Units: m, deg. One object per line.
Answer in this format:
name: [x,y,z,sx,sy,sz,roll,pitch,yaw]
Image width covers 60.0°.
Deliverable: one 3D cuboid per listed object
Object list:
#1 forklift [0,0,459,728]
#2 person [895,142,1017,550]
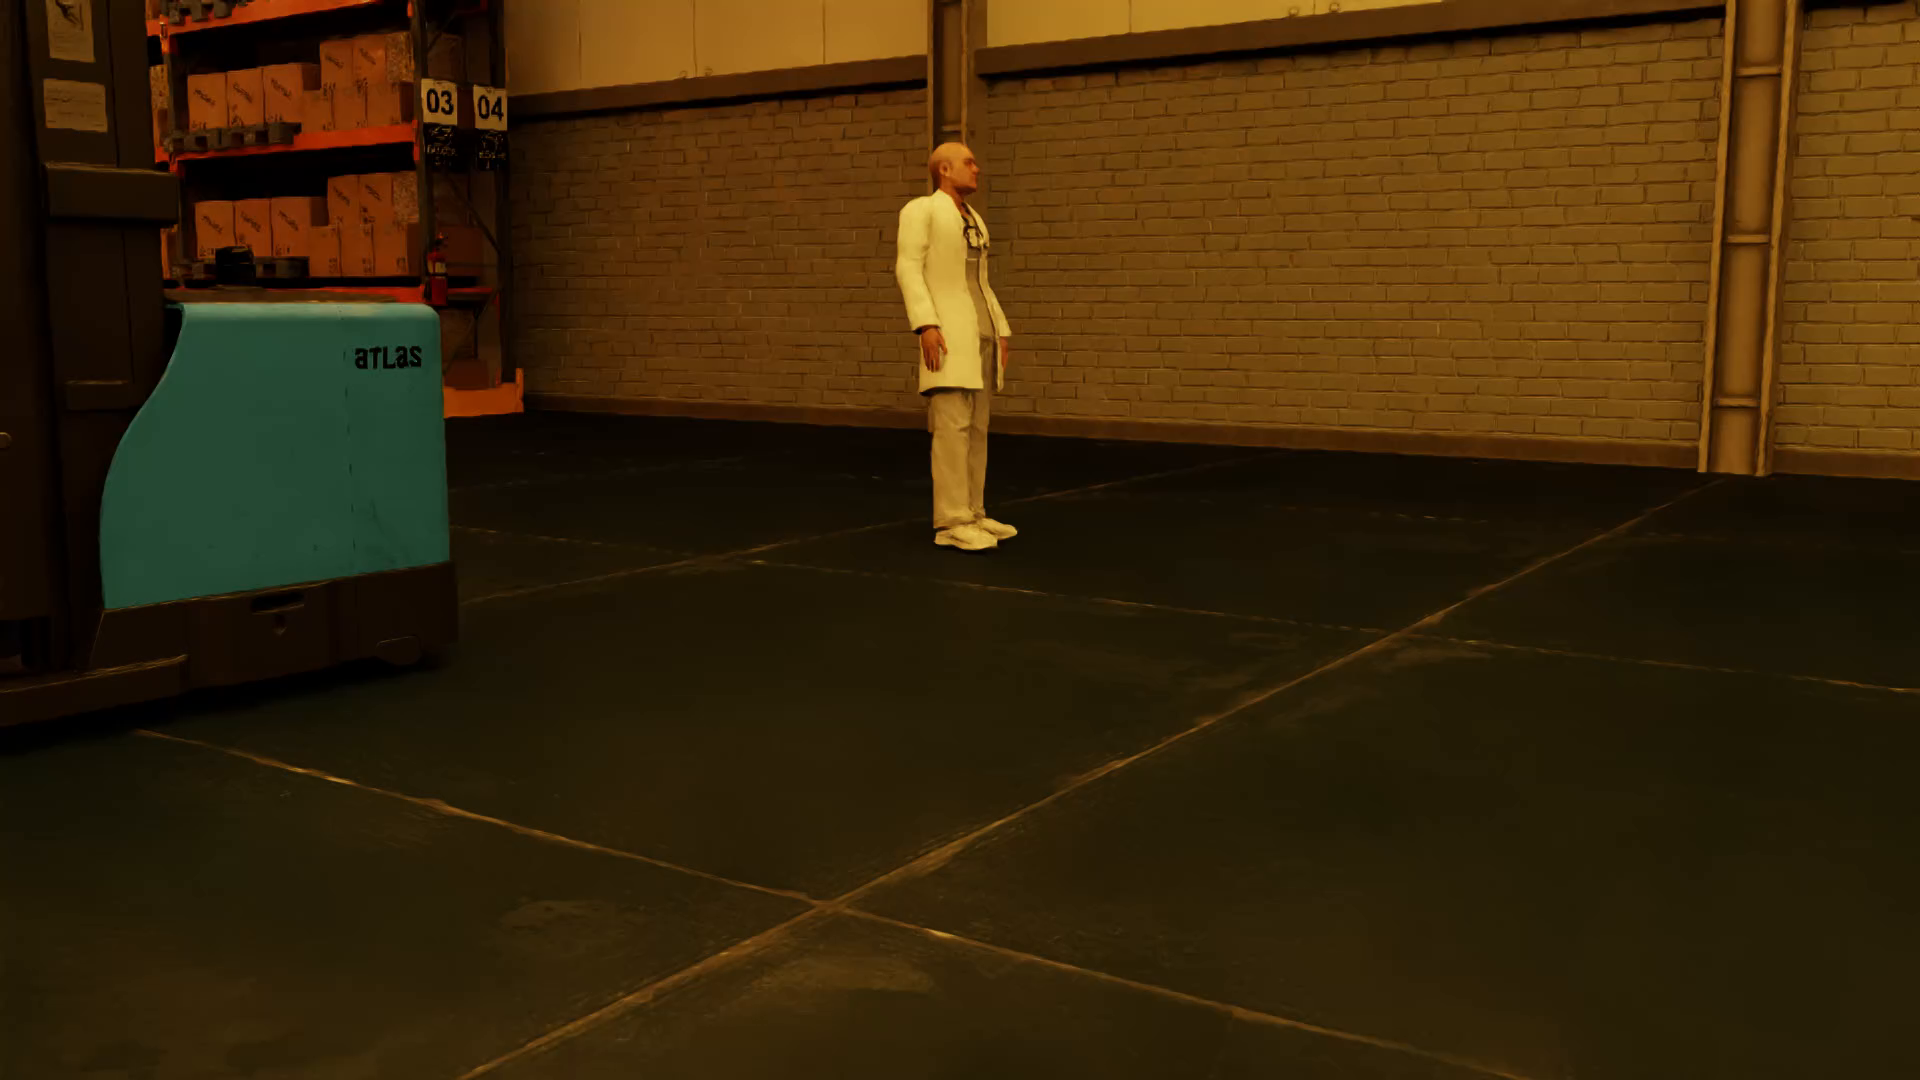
forklift: [-2.820,-0.963,3.965,1.130,2.935,3.031,6,10,38]
person: [0.073,-0.880,7.423,0.579,1.776,0.694,5,10,34]
